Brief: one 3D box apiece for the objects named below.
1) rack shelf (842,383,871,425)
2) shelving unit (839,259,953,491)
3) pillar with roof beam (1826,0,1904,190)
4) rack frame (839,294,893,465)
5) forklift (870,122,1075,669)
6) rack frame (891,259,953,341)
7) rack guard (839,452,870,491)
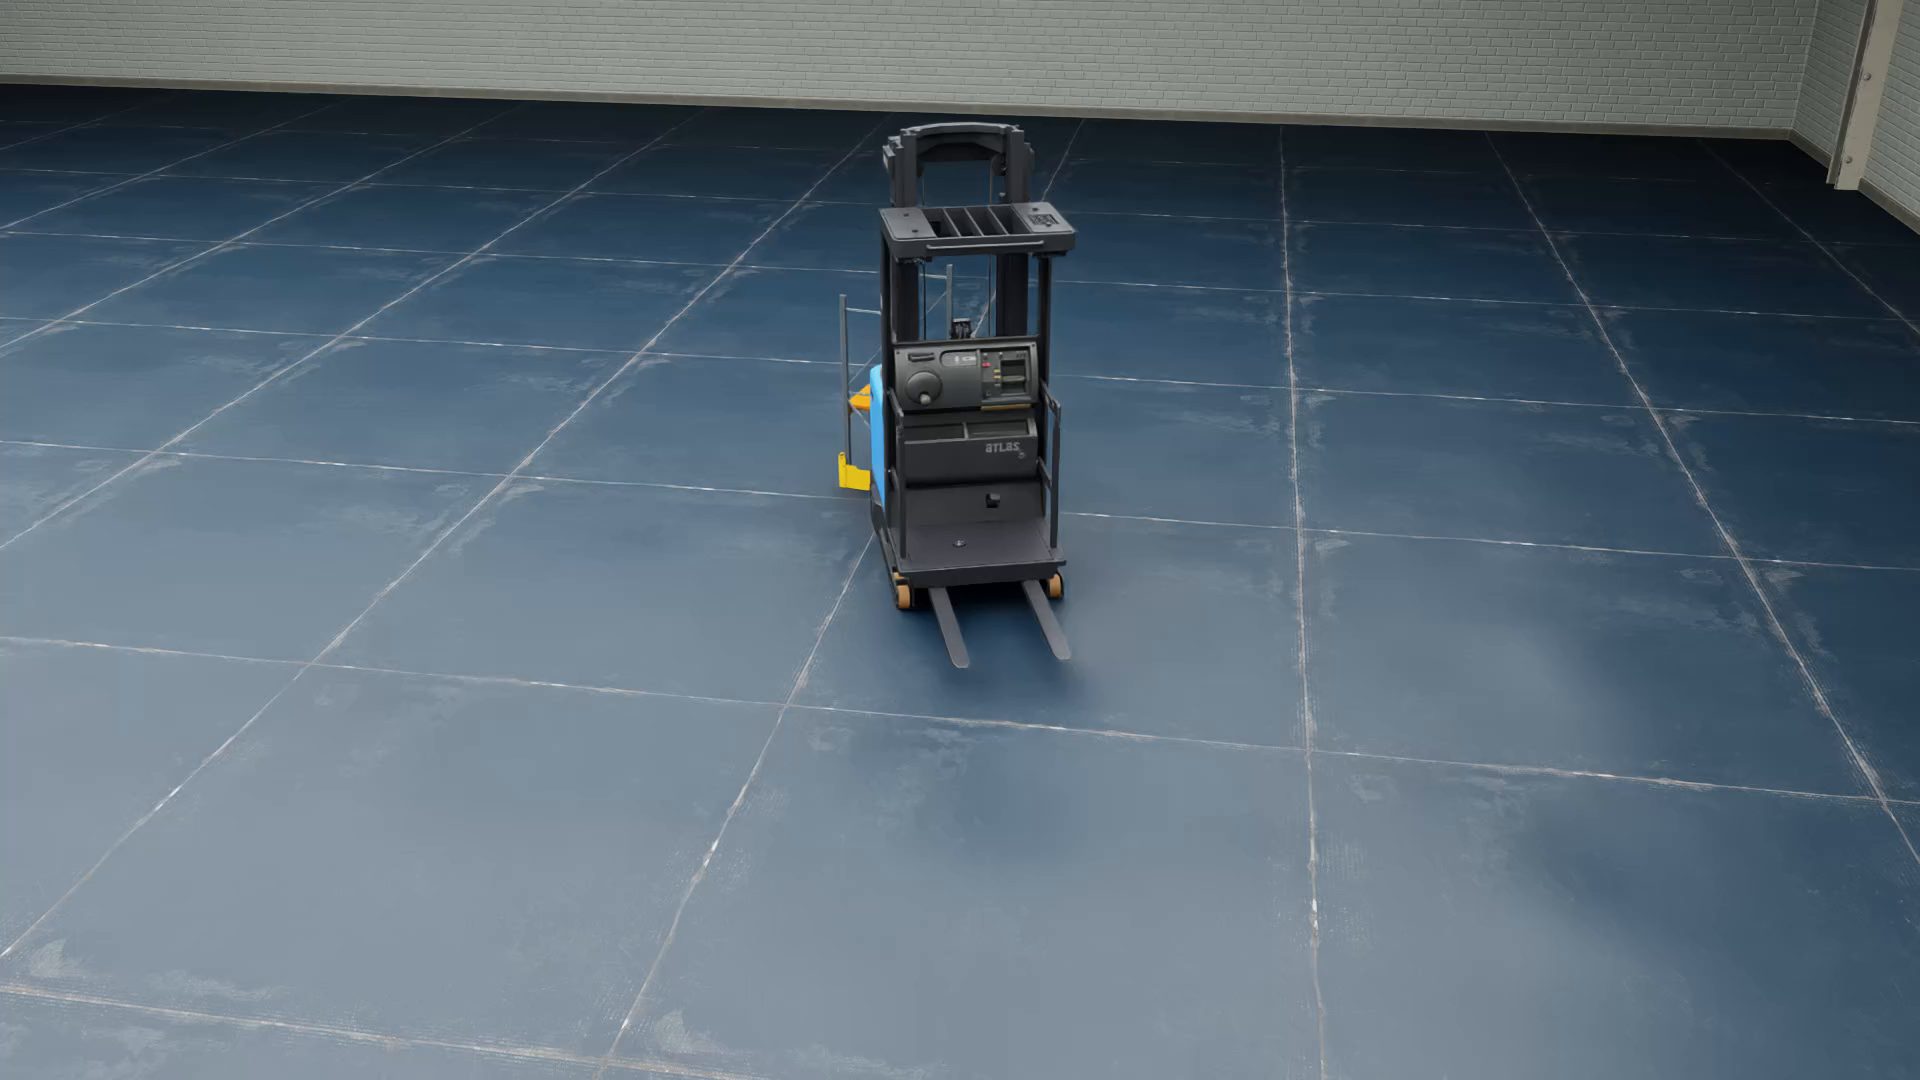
[{"bbox_3d":[-0.465,-1.103,12.806,0.538,0.185,1.000,8,26,17],"label":"rack shelf"},{"bbox_3d":[-0.468,-1.263,12.722,0.587,1.500,1.083,8,26,17],"label":"shelving unit"},{"bbox_3d":[7.237,-8.976,20.355,9.100,9.000,0.400,4,25,9],"label":"pillar with roof beam"},{"bbox_3d":[-0.633,-1.063,12.296,0.500,1.500,0.032,8,26,17],"label":"rack frame"},{"bbox_3d":[0.079,-1.036,10.550,1.130,2.935,3.031,-4,25,-8],"label":"forklift"},{"bbox_3d":[-0.297,-1.470,13.165,0.500,1.500,0.032,8,26,17],"label":"rack frame"},{"bbox_3d":[-0.633,-0.497,12.562,0.587,0.250,0.087,8,26,17],"label":"rack guard"}]
